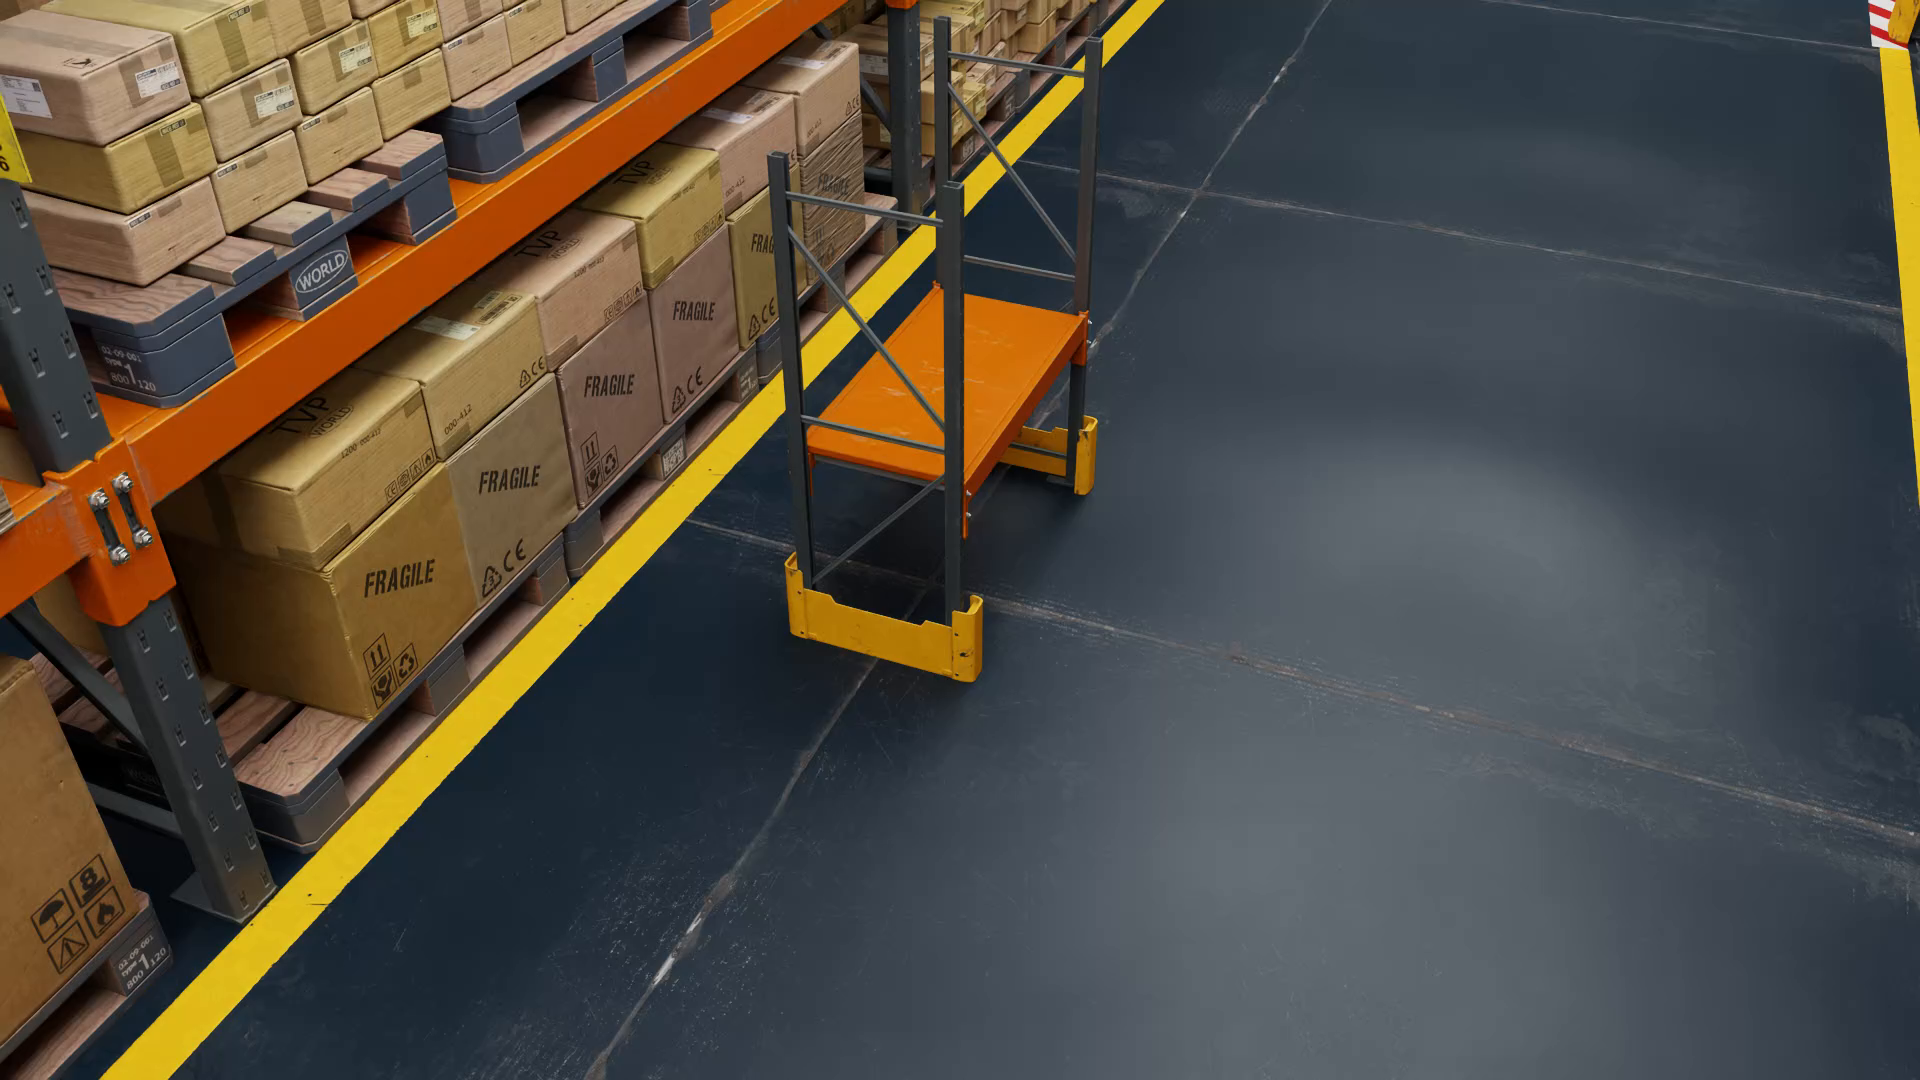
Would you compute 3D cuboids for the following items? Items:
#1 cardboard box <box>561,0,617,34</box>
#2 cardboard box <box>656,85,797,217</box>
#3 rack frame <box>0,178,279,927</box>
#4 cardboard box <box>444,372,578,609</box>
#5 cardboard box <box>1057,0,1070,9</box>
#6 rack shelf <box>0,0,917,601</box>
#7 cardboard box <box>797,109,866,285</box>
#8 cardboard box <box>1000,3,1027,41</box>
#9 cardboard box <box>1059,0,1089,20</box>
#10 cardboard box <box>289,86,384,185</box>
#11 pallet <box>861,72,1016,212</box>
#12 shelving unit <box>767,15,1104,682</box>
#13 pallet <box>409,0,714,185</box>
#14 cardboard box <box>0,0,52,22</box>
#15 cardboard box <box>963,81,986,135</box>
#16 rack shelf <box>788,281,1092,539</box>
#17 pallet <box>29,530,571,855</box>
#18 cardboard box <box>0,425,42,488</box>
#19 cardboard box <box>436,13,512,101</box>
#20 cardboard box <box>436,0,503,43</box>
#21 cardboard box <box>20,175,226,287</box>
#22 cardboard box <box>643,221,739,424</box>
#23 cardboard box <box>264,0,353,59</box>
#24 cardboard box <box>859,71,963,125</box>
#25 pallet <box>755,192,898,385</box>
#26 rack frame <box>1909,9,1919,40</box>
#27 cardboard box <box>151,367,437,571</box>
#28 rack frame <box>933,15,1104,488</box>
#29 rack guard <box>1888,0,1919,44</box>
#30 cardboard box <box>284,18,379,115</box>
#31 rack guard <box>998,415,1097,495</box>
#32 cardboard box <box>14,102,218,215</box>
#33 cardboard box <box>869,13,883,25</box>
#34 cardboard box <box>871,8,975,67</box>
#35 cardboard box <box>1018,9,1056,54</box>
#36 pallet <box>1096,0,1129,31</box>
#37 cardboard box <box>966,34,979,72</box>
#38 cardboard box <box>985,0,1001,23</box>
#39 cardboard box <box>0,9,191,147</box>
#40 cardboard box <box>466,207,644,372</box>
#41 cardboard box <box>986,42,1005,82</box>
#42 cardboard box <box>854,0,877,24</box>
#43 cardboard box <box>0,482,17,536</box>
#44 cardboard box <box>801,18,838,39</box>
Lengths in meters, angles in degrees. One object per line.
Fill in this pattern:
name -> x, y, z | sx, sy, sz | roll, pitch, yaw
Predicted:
cardboard box -> -1.204, -1.565, 4.698 | 0.380, 0.149, 0.250 | 13, 39, 16
cardboard box -> -0.899, -1.348, 5.659 | 0.500, 0.250, 0.500 | 16, 40, 20
rack frame -> -2.164, -0.418, 3.303 | 1.000, 3.000, 0.127 | 14, 39, 18
cardboard box -> -1.471, -0.197, 4.746 | 0.500, 0.500, 0.500 | 14, 39, 18
cardboard box -> 0.368, -2.761, 8.220 | 0.380, 0.149, 0.250 | 14, 39, 18
rack shelf -> -1.403, -1.237, 5.000 | 1.077, 0.370, 4.000 | 14, 39, 18
cardboard box -> -0.690, -1.332, 6.264 | 0.500, 0.500, 0.500 | 13, 39, 17
cardboard box -> 0.097, -2.505, 7.878 | 0.380, 0.149, 0.250 | 16, 40, 20
cardboard box -> 0.445, -2.800, 8.522 | 0.380, 0.149, 0.250 | 15, 39, 19
cardboard box -> -1.602, -0.985, 3.922 | 0.380, 0.149, 0.250 | 16, 40, 20
pallet -> -0.419, -1.895, 7.610 | 1.003, 0.211, 1.213 | 14, 39, 18
shelving unit -> -0.029, -0.559, 4.745 | 0.587, 1.500, 1.083 | 14, 39, 18
pallet -> -1.448, -1.446, 4.840 | 1.003, 0.211, 1.213 | 14, 39, 18
cardboard box -> -2.304, -1.238, 3.763 | 0.380, 0.149, 0.250 | 13, 39, 17
cardboard box -> -0.105, -1.934, 7.363 | 0.380, 0.149, 0.250 | 15, 39, 19
rack shelf -> -0.032, -0.409, 4.845 | 0.538, 0.185, 1.000 | 14, 39, 18
pallet -> -1.865, 0.267, 4.717 | 1.003, 0.211, 1.213 | 14, 39, 18
cardboard box -> -2.146, -0.324, 4.288 | 0.500, 0.250, 0.500 | 13, 39, 17
cardboard box -> -1.402, -1.283, 4.320 | 0.380, 0.149, 0.250 | 15, 39, 19
cardboard box -> -1.403, -1.403, 4.232 | 0.380, 0.149, 0.250 | 14, 39, 18
cardboard box -> -1.807, -0.687, 3.523 | 0.380, 0.149, 0.250 | 13, 39, 17
cardboard box -> -1.085, -0.765, 5.506 | 0.500, 0.500, 0.500 | 13, 39, 17
cardboard box -> -1.611, -1.220, 3.738 | 0.380, 0.149, 0.250 | 14, 39, 17
cardboard box -> -0.208, -1.906, 7.076 | 0.380, 0.149, 0.250 | 16, 40, 20
pallet -> -0.937, -1.084, 6.524 | 1.003, 0.211, 1.213 | 14, 39, 18
rack frame -> 5.496, -3.775, 7.796 | 1.000, 3.000, 0.127 | 14, 39, 18
cardboard box -> -1.677, -0.212, 4.139 | 0.500, 0.250, 0.500 | 12, 38, 16
rack frame -> 0.161, -0.835, 5.114 | 0.500, 1.500, 0.032 | 14, 39, 18
rack guard -> 5.506, -2.787, 8.562 | 1.175, 0.500, 0.348 | 14, 39, 18
cardboard box -> -1.594, -1.126, 3.861 | 0.380, 0.149, 0.250 | 13, 39, 16
rack guard -> 0.160, -0.334, 5.488 | 0.587, 0.250, 0.087 | 14, 39, 18
cardboard box -> -1.794, -0.826, 3.461 | 0.380, 0.149, 0.250 | 16, 40, 20
cardboard box -> -0.453, -2.446, 7.799 | 0.380, 0.149, 0.250 | 14, 39, 18
cardboard box -> -0.159, -2.180, 7.194 | 0.380, 0.149, 0.250 | 16, 40, 20
cardboard box -> 0.250, -2.515, 8.139 | 0.380, 0.149, 0.250 | 13, 39, 17
pallet -> 0.509, -3.246, 9.417 | 1.003, 0.211, 1.213 | 14, 39, 18
cardboard box -> -0.135, -2.209, 7.482 | 0.380, 0.149, 0.250 | 14, 39, 17
cardboard box -> -0.031, -2.480, 7.597 | 0.380, 0.149, 0.250 | 13, 39, 17
cardboard box -> -1.807, -0.938, 3.361 | 0.380, 0.149, 0.250 | 14, 39, 18
cardboard box -> -1.284, -0.764, 4.877 | 0.500, 0.250, 0.500 | 14, 39, 18
cardboard box -> -0.008, -2.236, 7.766 | 0.380, 0.149, 0.250 | 13, 39, 17
cardboard box -> -0.598, -2.443, 7.547 | 0.380, 0.149, 0.250 | 13, 39, 17
cardboard box -> -2.087, -0.147, 2.858 | 0.500, 0.500, 0.500 | 14, 39, 18
cardboard box -> -0.747, -2.153, 7.159 | 0.380, 0.149, 0.250 | 15, 39, 19
